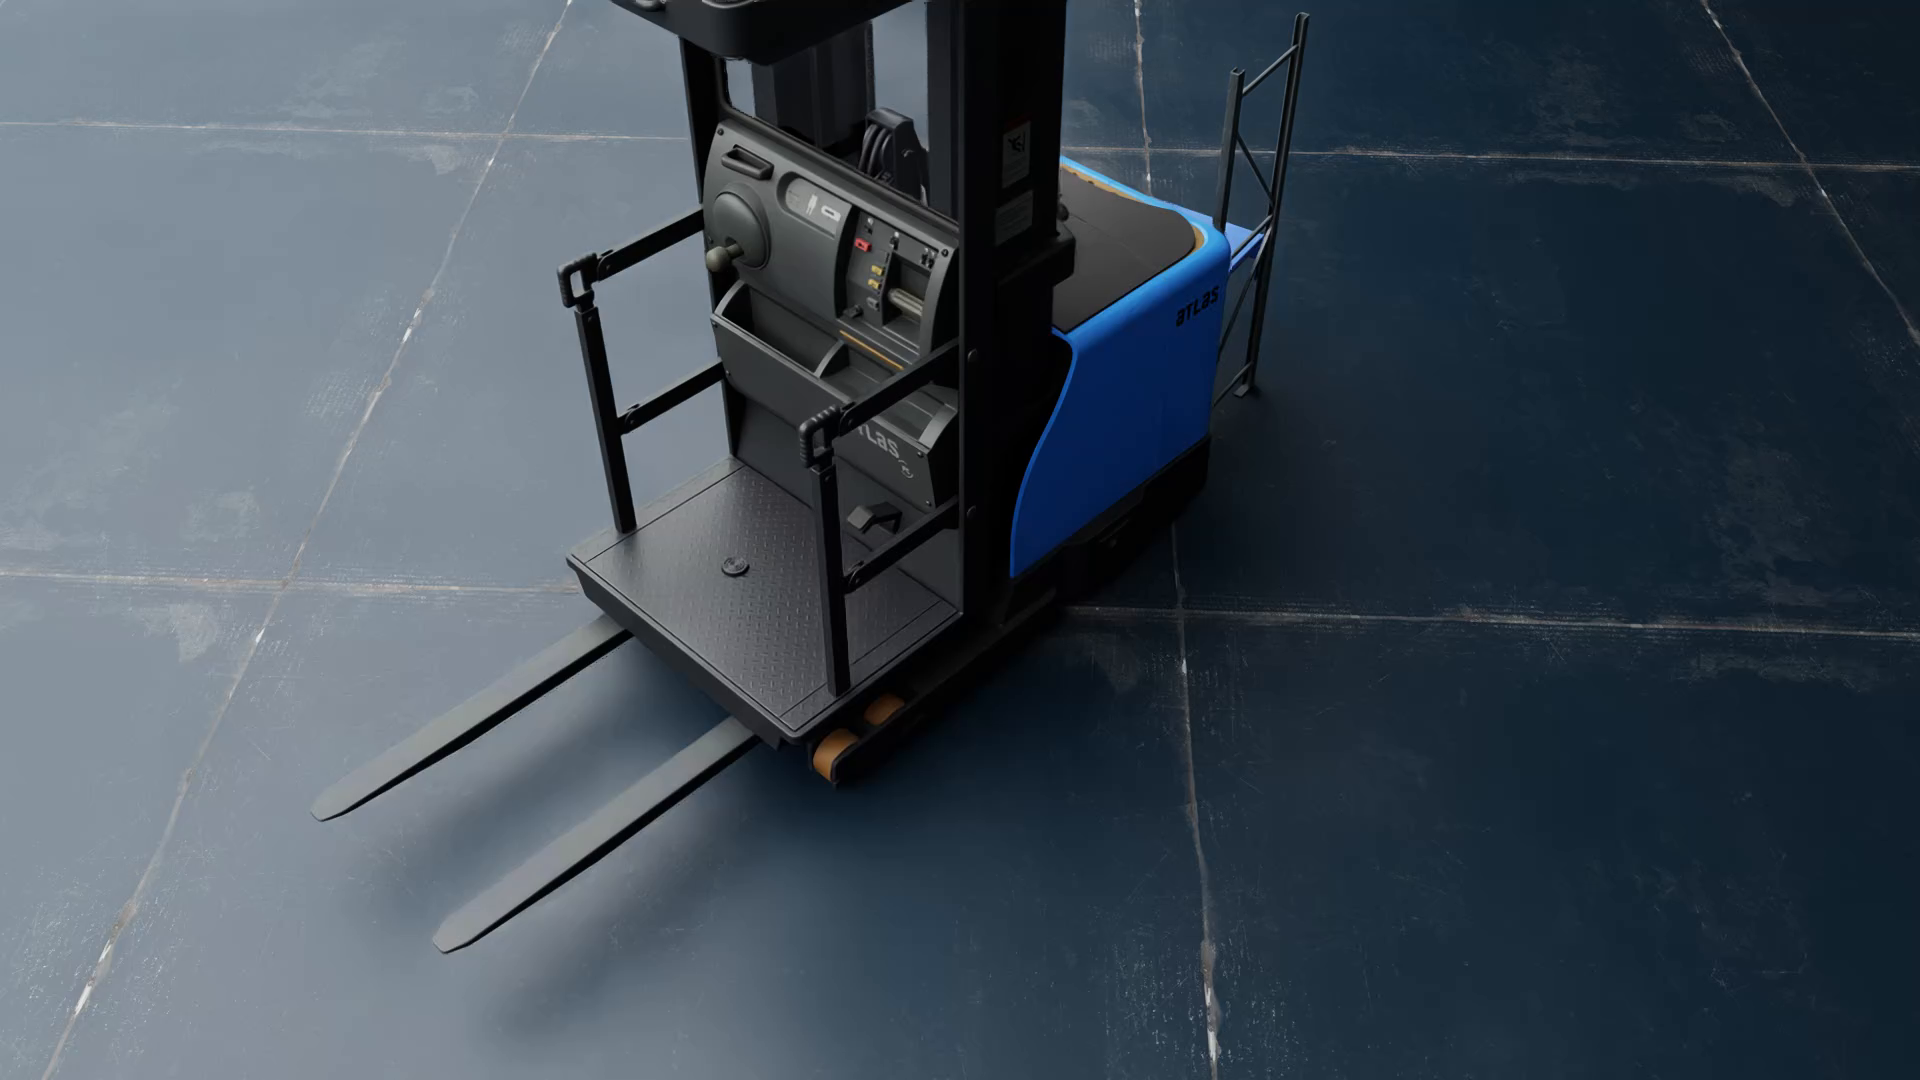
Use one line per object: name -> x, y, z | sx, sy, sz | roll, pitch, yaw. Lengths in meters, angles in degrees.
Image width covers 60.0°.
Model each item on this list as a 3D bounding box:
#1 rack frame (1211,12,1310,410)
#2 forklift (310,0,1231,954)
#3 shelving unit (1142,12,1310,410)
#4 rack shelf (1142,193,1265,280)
rack frame -> 0.978, -1.016, 5.740 | 0.032, 1.500, 0.500 | 25, 48, 24
forklift -> -0.517, -0.744, 4.399 | 1.130, 2.935, 3.031 | 33, 52, 31
shelving unit -> 0.558, -1.211, 5.949 | 1.048, 1.500, 0.538 | 25, 48, 24
rack shelf -> 0.558, -1.079, 6.072 | 1.000, 0.185, 0.538 | 25, 48, 24
